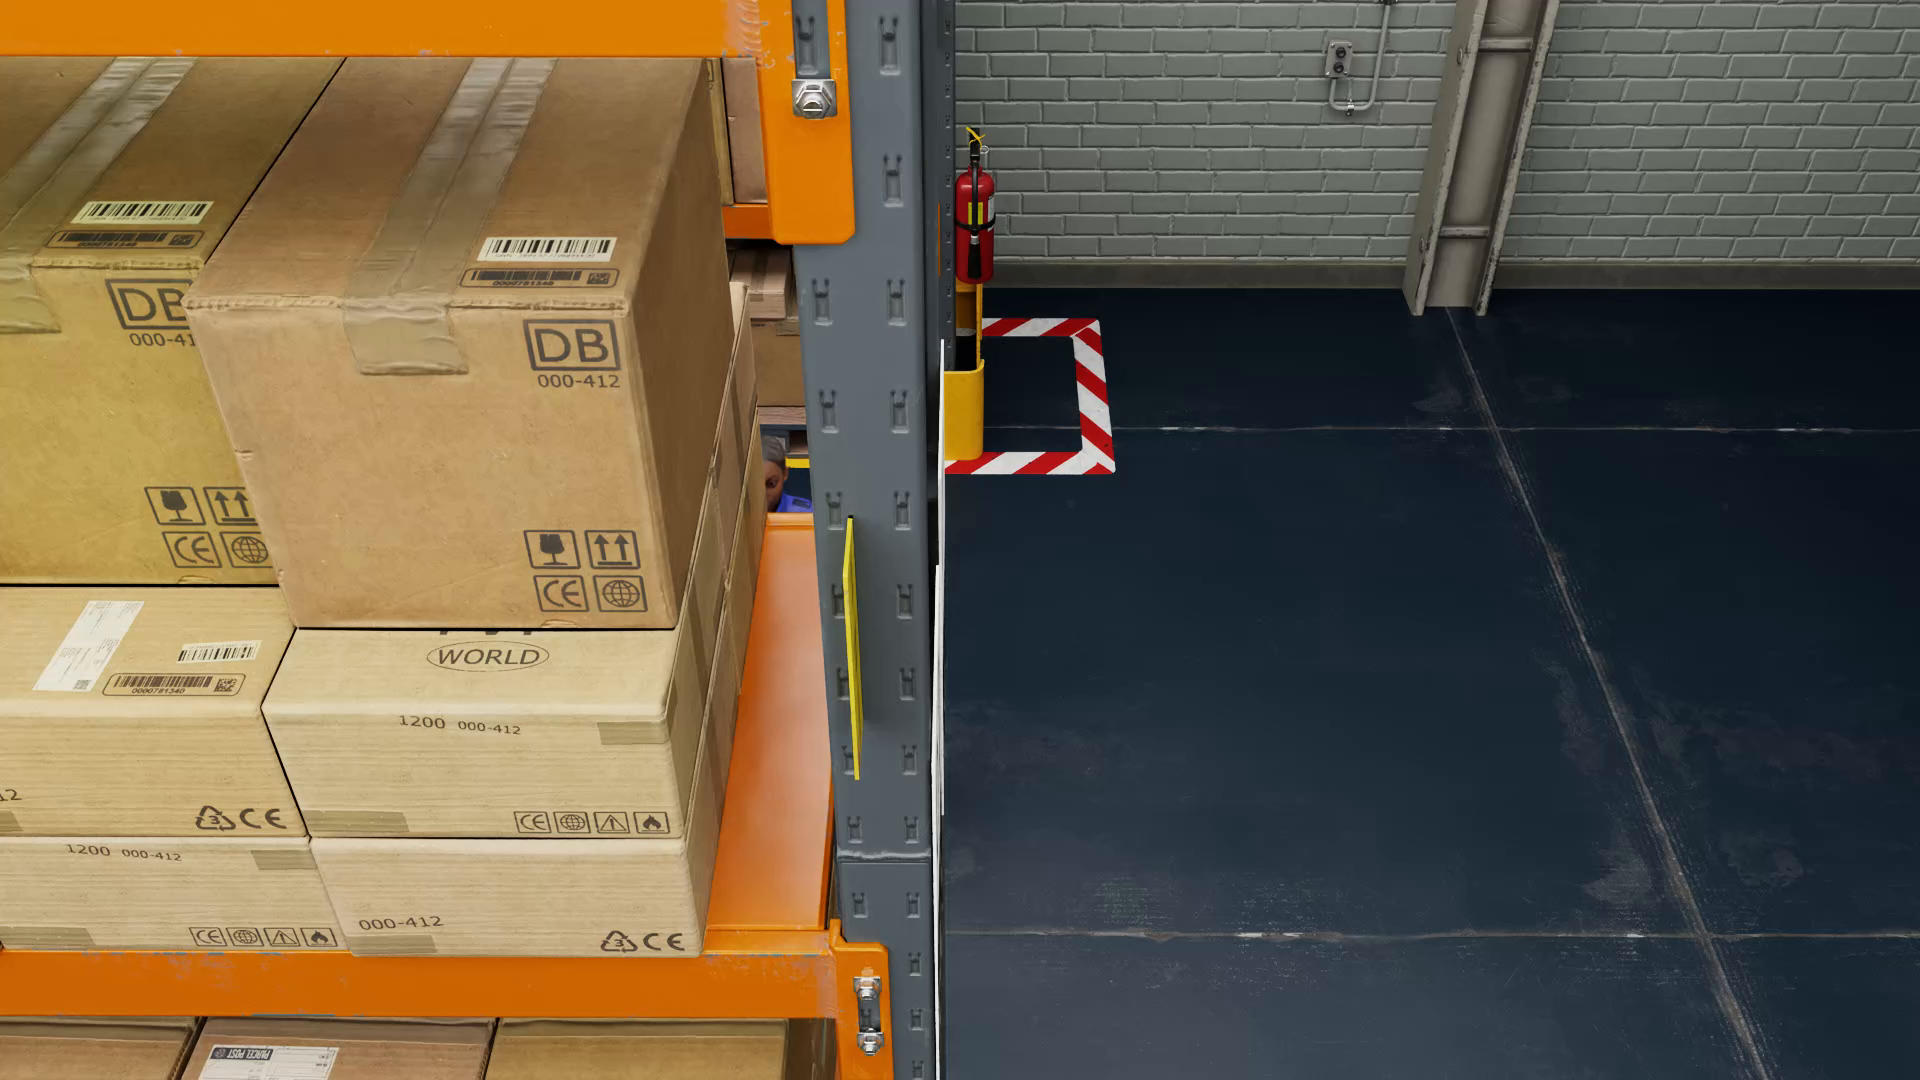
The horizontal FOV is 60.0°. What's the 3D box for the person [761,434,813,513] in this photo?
[{"bbox_3d":[-0.660,0.402,5.686,0.450,1.647,0.517,1,40,1],"label":"person"}]
